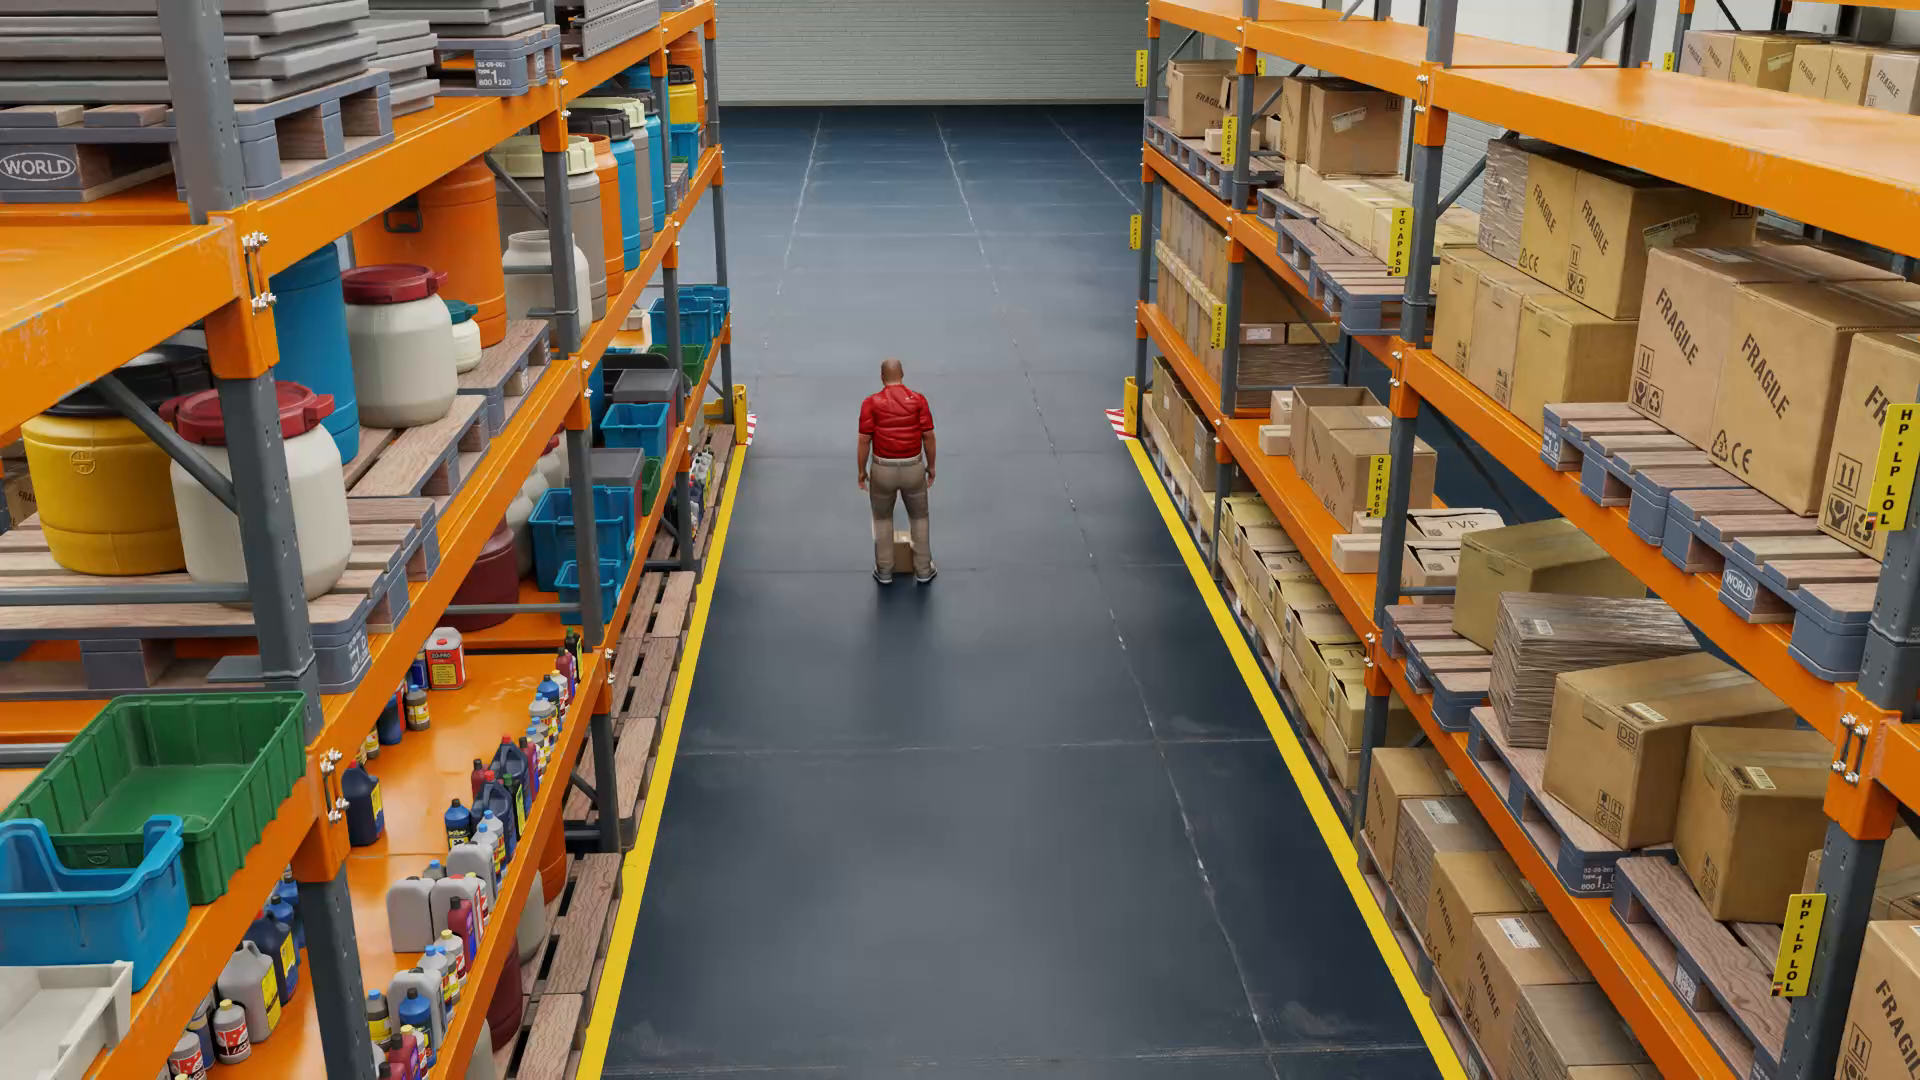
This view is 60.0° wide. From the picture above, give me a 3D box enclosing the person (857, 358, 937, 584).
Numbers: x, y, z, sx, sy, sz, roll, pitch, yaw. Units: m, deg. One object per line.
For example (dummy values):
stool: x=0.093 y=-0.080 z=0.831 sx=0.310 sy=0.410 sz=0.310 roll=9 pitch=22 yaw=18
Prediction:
person: x=-0.469 y=-0.514 z=12.487 sx=0.606 sy=1.727 sz=0.390 roll=-2 pitch=20 yaw=-6
